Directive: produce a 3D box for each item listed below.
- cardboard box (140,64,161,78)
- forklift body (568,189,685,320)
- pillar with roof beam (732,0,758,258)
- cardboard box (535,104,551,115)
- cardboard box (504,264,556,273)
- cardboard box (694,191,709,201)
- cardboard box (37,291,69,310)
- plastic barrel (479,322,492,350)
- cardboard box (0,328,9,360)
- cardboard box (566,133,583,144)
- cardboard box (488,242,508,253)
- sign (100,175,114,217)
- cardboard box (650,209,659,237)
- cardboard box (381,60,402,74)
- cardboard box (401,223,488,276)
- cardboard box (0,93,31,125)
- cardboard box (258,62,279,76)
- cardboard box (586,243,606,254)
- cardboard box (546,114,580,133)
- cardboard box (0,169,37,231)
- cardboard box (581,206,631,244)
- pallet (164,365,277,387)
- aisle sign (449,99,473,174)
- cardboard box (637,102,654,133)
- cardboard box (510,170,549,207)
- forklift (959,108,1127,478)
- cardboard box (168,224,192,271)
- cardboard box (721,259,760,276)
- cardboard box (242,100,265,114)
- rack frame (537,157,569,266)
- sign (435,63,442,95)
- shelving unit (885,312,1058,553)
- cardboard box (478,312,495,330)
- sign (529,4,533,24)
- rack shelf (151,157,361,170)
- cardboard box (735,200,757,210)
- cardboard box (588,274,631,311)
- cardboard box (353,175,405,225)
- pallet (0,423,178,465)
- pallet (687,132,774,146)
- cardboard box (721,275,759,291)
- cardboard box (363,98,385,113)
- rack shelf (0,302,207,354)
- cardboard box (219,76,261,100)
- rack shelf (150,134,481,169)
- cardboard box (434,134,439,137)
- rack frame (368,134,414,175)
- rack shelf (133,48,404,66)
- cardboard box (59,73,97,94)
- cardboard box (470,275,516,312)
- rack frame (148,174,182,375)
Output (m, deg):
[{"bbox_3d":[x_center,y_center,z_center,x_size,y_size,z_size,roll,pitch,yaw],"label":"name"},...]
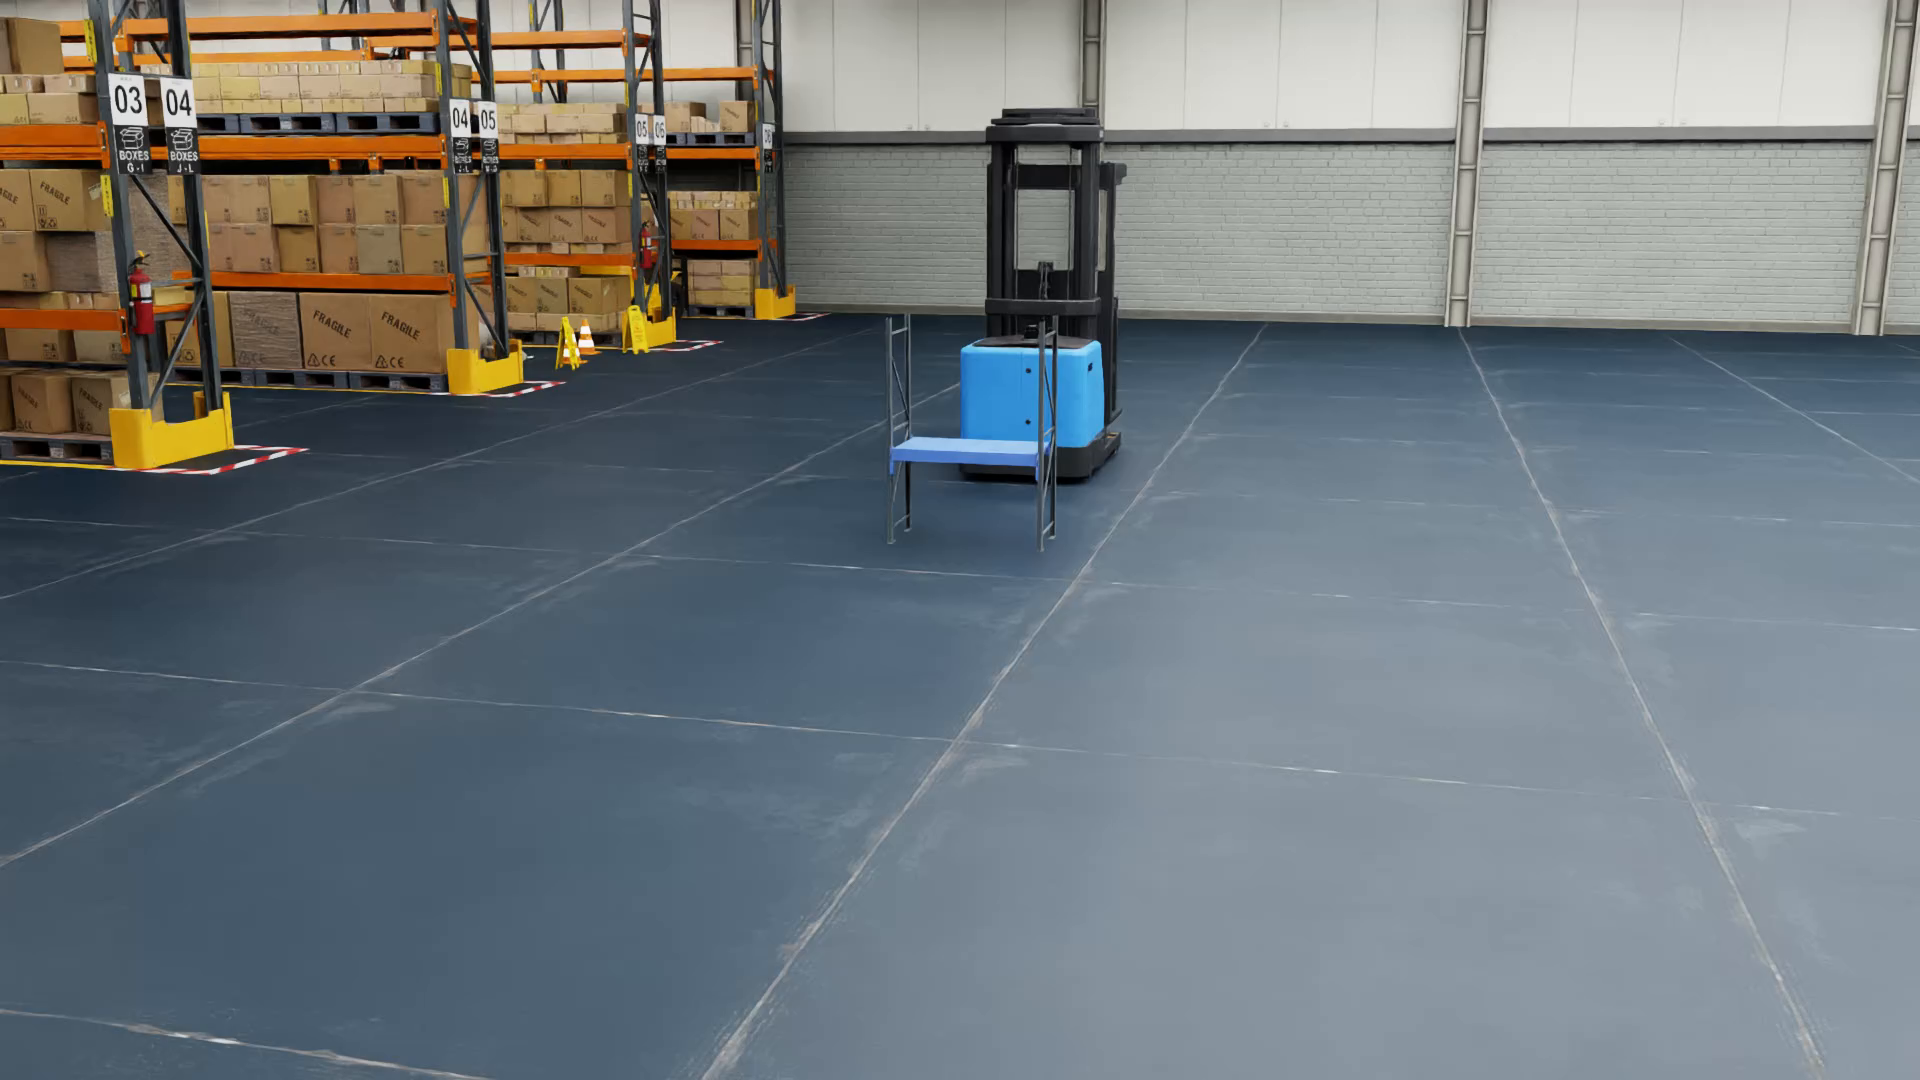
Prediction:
[{"bbox_3d":[-9.076,-5.321,18.907,0.250,0.149,0.380,3,13,14],"label":"cardboard box"},{"bbox_3d":[-5.469,-4.610,27.046,1.214,2.155,2.313,3,13,14],"label":"forklift body"},{"bbox_3d":[-4.682,-7.559,24.527,0.400,9.000,9.100,3,13,14],"label":"pillar with roof beam"},{"bbox_3d":[-5.738,-6.021,23.261,0.250,0.149,0.380,3,13,14],"label":"cardboard box"},{"bbox_3d":[-7.583,-4.588,29.499,0.625,0.625,0.875,4,13,16],"label":"cardboard box"},{"bbox_3d":[-4.320,-5.837,28.203,0.250,0.149,0.380,3,13,14],"label":"cardboard box"},{"bbox_3d":[-7.574,-2.046,14.108,0.250,0.149,0.380,3,13,14],"label":"cardboard box"},{"bbox_3d":[-6.744,-2.797,22.862,0.512,0.421,0.421,-9,15,-35],"label":"plastic barrel"},{"bbox_3d":[-11.812,-2.646,20.459,0.750,0.750,1.050,3,13,14],"label":"cardboard box"},{"bbox_3d":[-5.289,-5.594,23.177,0.250,0.149,0.380,3,13,15],"label":"cardboard box"},{"bbox_3d":[-6.540,-4.191,23.779,0.250,0.149,0.380,3,13,13],"label":"cardboard box"},{"bbox_3d":[-6.903,-2.785,13.460,0.005,0.325,0.100,3,13,14],"label":"sign"},{"bbox_3d":[-5.221,-5.408,28.452,0.500,0.500,0.500,3,13,14],"label":"cardboard box"},{"bbox_3d":[-6.115,-5.164,18.196,0.250,0.149,0.380,3,13,14],"label":"cardboard box"},{"bbox_3d":[-5.835,-3.302,18.847,0.550,0.550,0.875,3,13,14],"label":"cardboard box"},{"bbox_3d":[-7.765,-3.570,13.819,0.500,0.250,0.500,3,13,14],"label":"cardboard box"},{"bbox_3d":[-7.599,-5.243,18.551,0.250,0.149,0.380,3,13,13],"label":"cardboard box"},{"bbox_3d":[-5.063,-4.107,23.400,0.250,0.149,0.380,3,13,13],"label":"cardboard box"},{"bbox_3d":[-5.423,-5.801,23.189,0.500,0.250,0.500,3,13,13],"label":"cardboard box"},{"bbox_3d":[-7.831,-2.865,13.996,0.500,0.500,0.500,3,13,14],"label":"cardboard box"},{"bbox_3d":[-4.969,-4.430,23.357,0.500,0.500,0.500,3,13,13],"label":"cardboard box"},{"bbox_3d":[-8.628,-2.010,19.805,1.213,0.211,1.003,3,13,14],"label":"pallet"},{"bbox_3d":[-5.467,-4.422,18.237,0.004,0.787,0.394,3,13,14],"label":"aisle sign"},{"bbox_3d":[-5.208,-7.162,28.228,0.637,0.503,0.797,3,13,15],"label":"cardboard box"},{"bbox_3d":[-5.934,-4.961,23.443,0.500,0.500,0.700,3,13,13],"label":"cardboard box"},{"bbox_3d":[0.822,-2.197,14.368,1.130,2.935,3.031,3,13,13],"label":"forklift"},{"bbox_3d":[-8.987,-3.484,19.663,0.550,0.550,0.875,3,13,14],"label":"cardboard box"},{"bbox_3d":[-3.712,-4.619,28.196,0.500,0.250,0.500,4,13,15],"label":"cardboard box"},{"bbox_3d":[-7.839,-4.866,18.697,0.250,0.149,0.380,3,13,14],"label":"cardboard box"},{"bbox_3d":[-7.074,-5.517,29.176,0.127,3.000,1.000,3,13,14],"label":"rack frame"},{"bbox_3d":[-5.608,-4.964,17.896,0.005,0.325,0.100,3,13,14],"label":"sign"},{"bbox_3d":[0.083,-0.728,11.051,1.048,1.500,0.538,3,13,14],"label":"shelving unit"},{"bbox_3d":[-6.715,-3.196,24.093,0.500,0.250,0.500,3,13,13],"label":"cardboard box"},{"bbox_3d":[-7.193,-8.826,27.899,0.005,0.325,0.100,3,13,14],"label":"sign"},{"bbox_3d":[-12.899,-6.942,30.332,4.000,0.370,1.077,3,13,14],"label":"rack shelf"},{"bbox_3d":[-3.594,-5.634,27.974,0.250,0.149,0.380,3,13,14],"label":"cardboard box"},{"bbox_3d":[-5.116,-3.595,24.161,0.500,0.500,0.500,3,13,12],"label":"cardboard box"},{"bbox_3d":[-6.371,-3.856,18.851,0.550,0.550,0.875,3,13,14],"label":"cardboard box"},{"bbox_3d":[-7.605,-0.874,14.685,1.213,0.211,1.003,3,13,14],"label":"pallet"},{"bbox_3d":[-3.871,-6.773,28.115,1.213,0.211,1.003,3,13,14],"label":"pallet"},{"bbox_3d":[-3.738,-4.376,28.256,0.500,0.250,0.500,3,13,13],"label":"cardboard box"},{"bbox_3d":[-6.362,-4.787,18.341,0.250,0.149,0.380,3,13,14],"label":"cardboard box"},{"bbox_3d":[-8.692,-1.934,14.687,4.000,0.370,1.077,3,13,14],"label":"rack shelf"},{"bbox_3d":[-7.960,-5.081,18.744,0.500,0.250,0.500,3,13,13],"label":"cardboard box"},{"bbox_3d":[-7.406,-4.436,19.040,4.000,0.370,1.077,3,13,14],"label":"rack shelf"},{"bbox_3d":[-7.274,-5.711,23.703,0.250,0.149,0.380,3,13,15],"label":"cardboard box"},{"bbox_3d":[-8.260,-4.473,24.470,0.127,3.000,1.000,3,13,14],"label":"rack frame"},{"bbox_3d":[-10.202,-6.959,24.409,4.000,0.370,1.077,3,13,14],"label":"rack shelf"},{"bbox_3d":[-7.095,-3.716,13.559,0.250,0.149,0.380,3,13,14],"label":"cardboard box"},{"bbox_3d":[-6.726,-3.562,24.010,0.500,0.500,0.500,4,13,16],"label":"cardboard box"},{"bbox_3d":[-9.348,-3.427,19.755,0.127,3.000,1.000,3,13,14],"label":"rack frame"}]
